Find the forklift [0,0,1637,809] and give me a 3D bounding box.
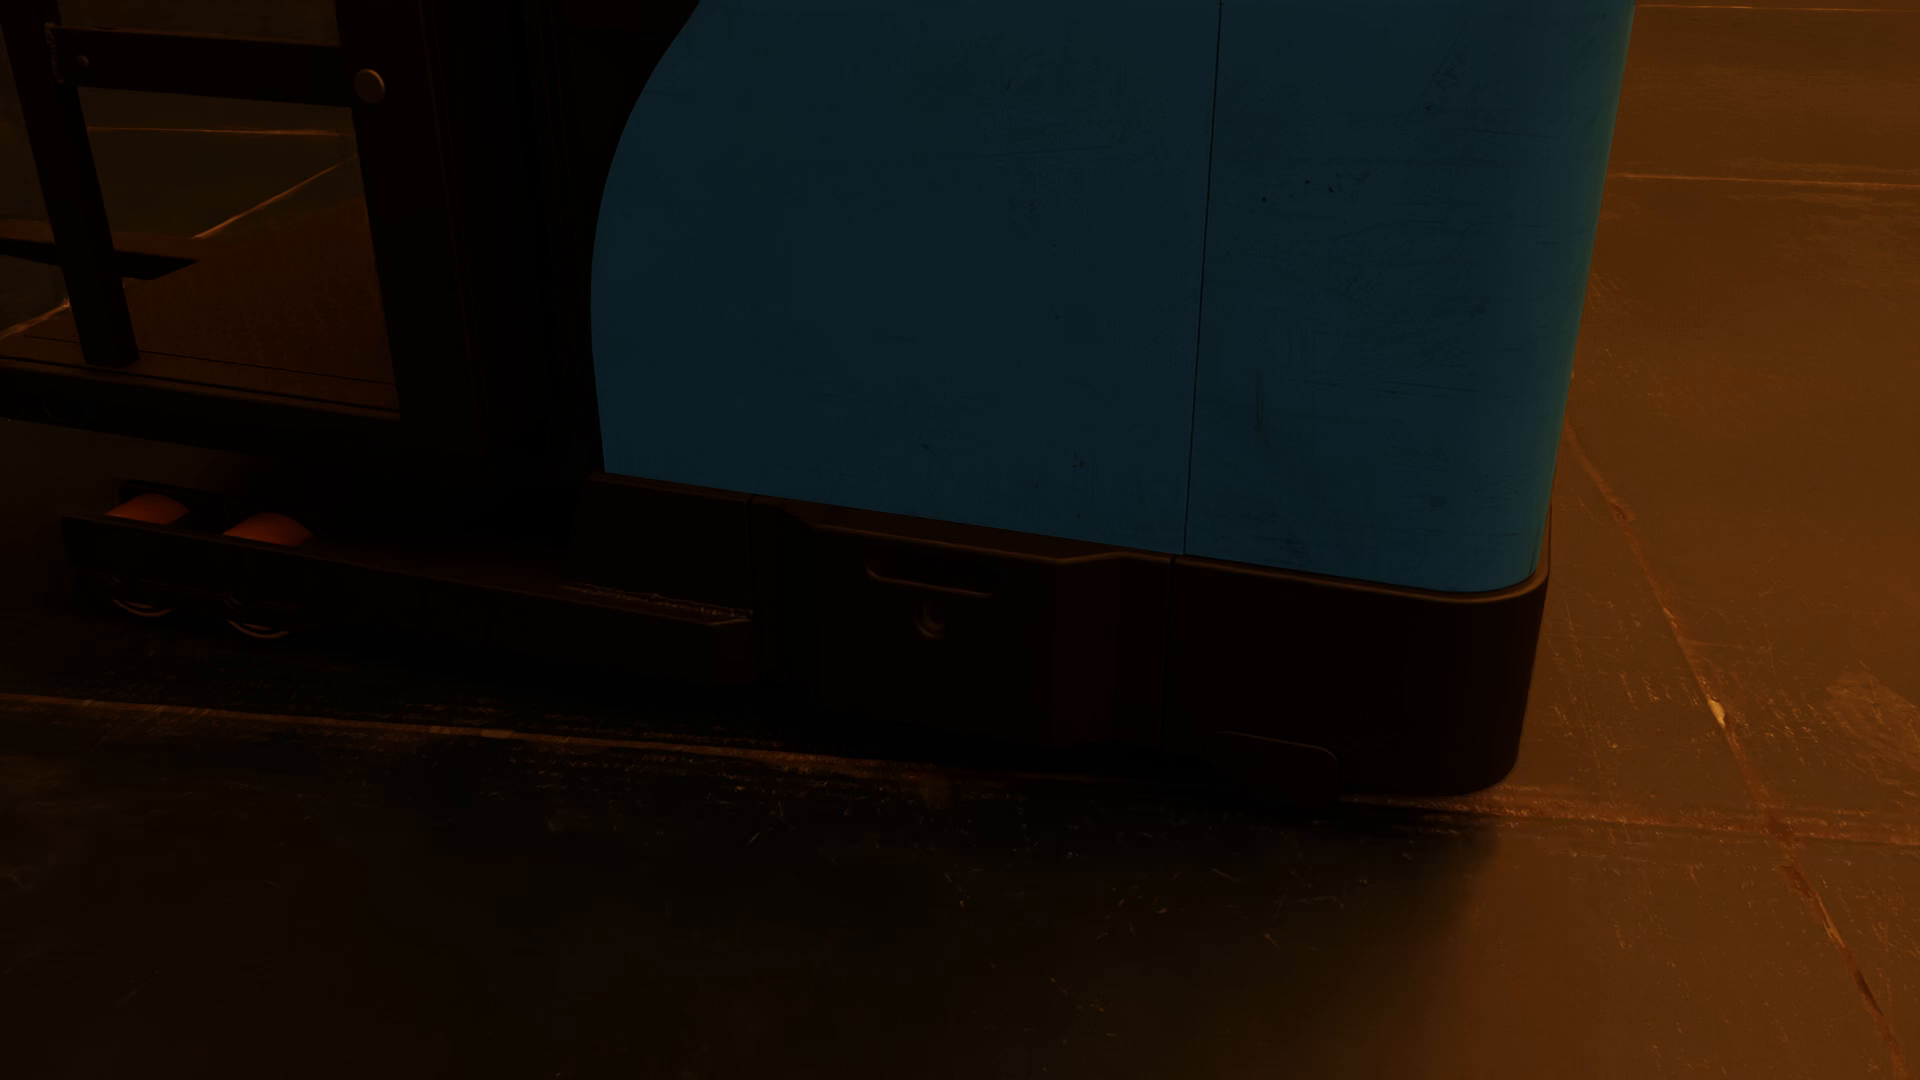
[{"bbox_3d":[-0.691,-1.392,2.007,3.031,2.935,1.130,8,28,16],"label":"forklift"}]
